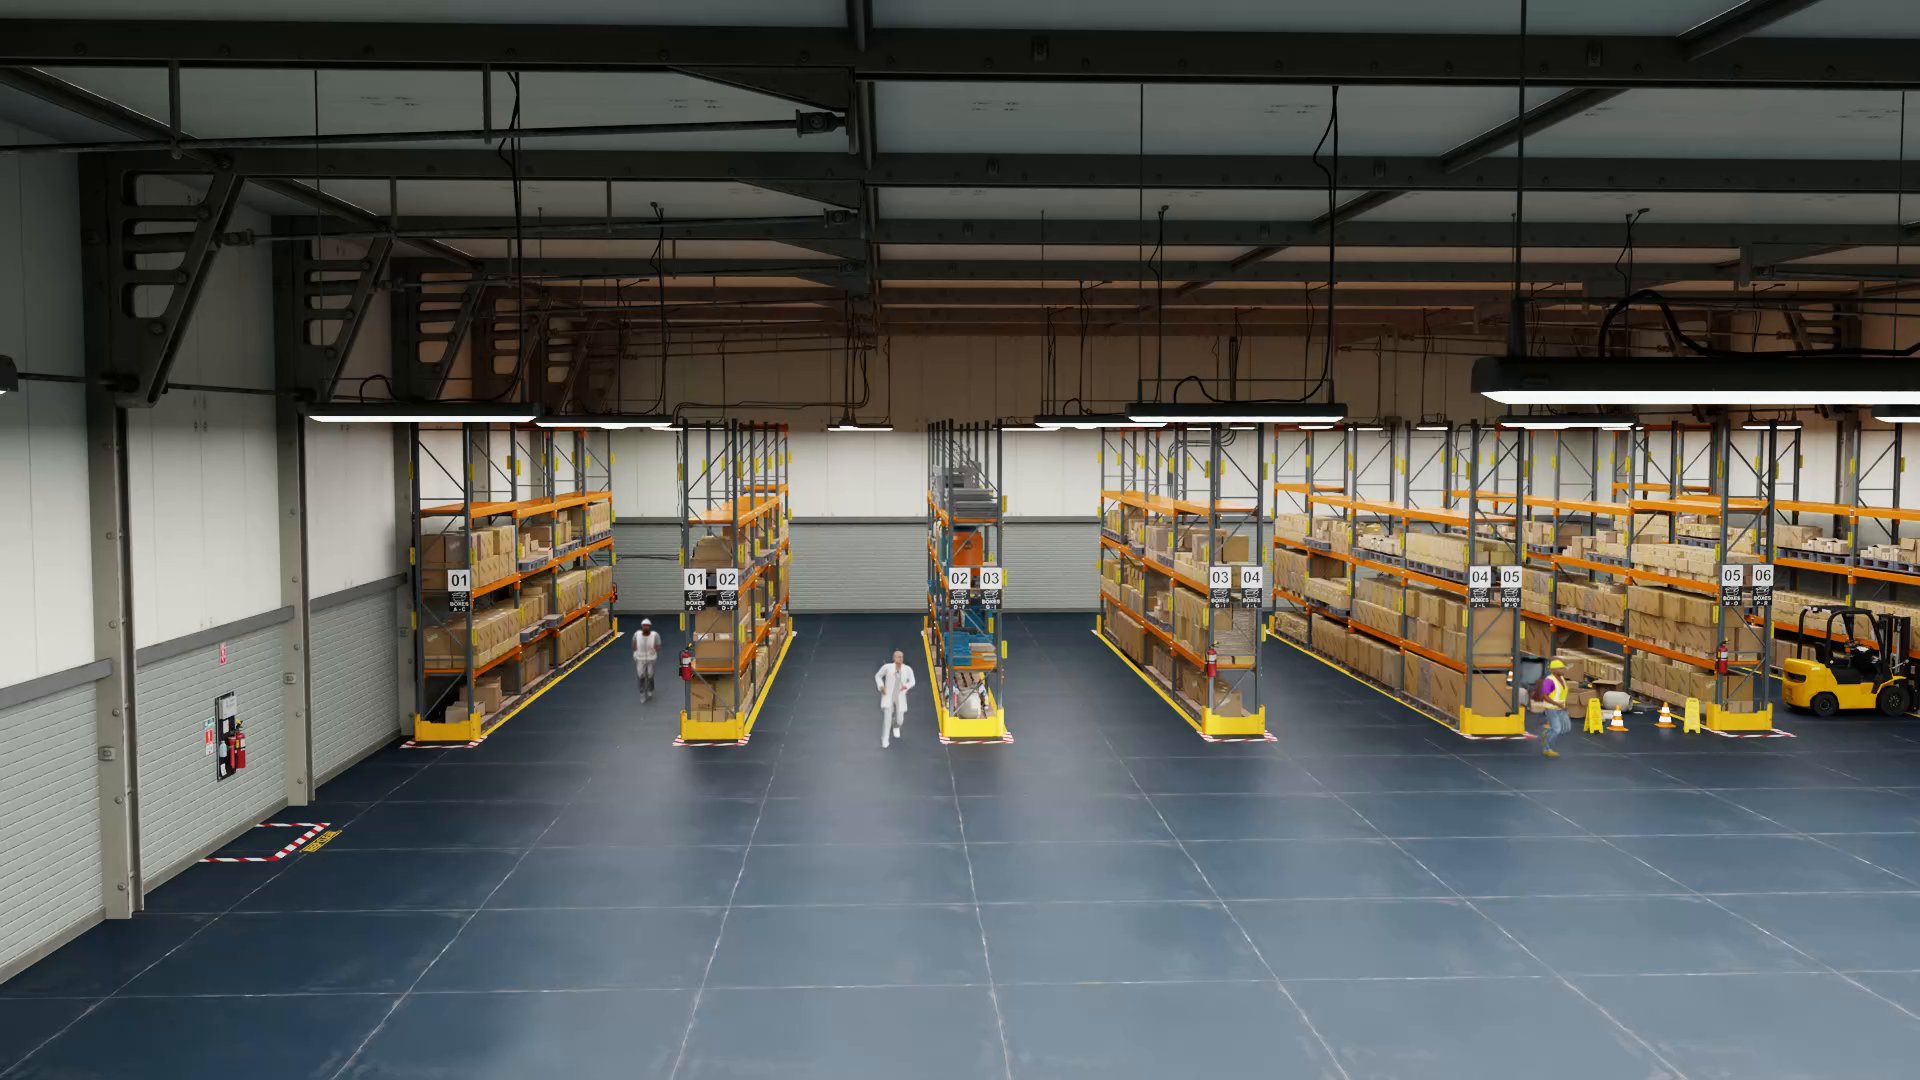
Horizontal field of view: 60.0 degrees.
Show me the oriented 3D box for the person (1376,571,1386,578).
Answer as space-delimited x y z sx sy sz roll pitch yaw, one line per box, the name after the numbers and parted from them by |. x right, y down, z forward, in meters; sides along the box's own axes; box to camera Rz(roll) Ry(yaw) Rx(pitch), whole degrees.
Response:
12.461 1.749 49.282 0.712 1.708 0.575 0 4 -6 | person

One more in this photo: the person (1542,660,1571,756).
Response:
10.574 2.978 29.485 0.687 1.710 0.624 -3 5 -40 | person

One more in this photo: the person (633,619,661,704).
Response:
-6.685 2.579 35.504 0.593 1.812 0.868 -1 4 -11 | person

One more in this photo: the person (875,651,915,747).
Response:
-1.195 2.919 30.776 0.738 1.723 0.805 -1 4 -11 | person
